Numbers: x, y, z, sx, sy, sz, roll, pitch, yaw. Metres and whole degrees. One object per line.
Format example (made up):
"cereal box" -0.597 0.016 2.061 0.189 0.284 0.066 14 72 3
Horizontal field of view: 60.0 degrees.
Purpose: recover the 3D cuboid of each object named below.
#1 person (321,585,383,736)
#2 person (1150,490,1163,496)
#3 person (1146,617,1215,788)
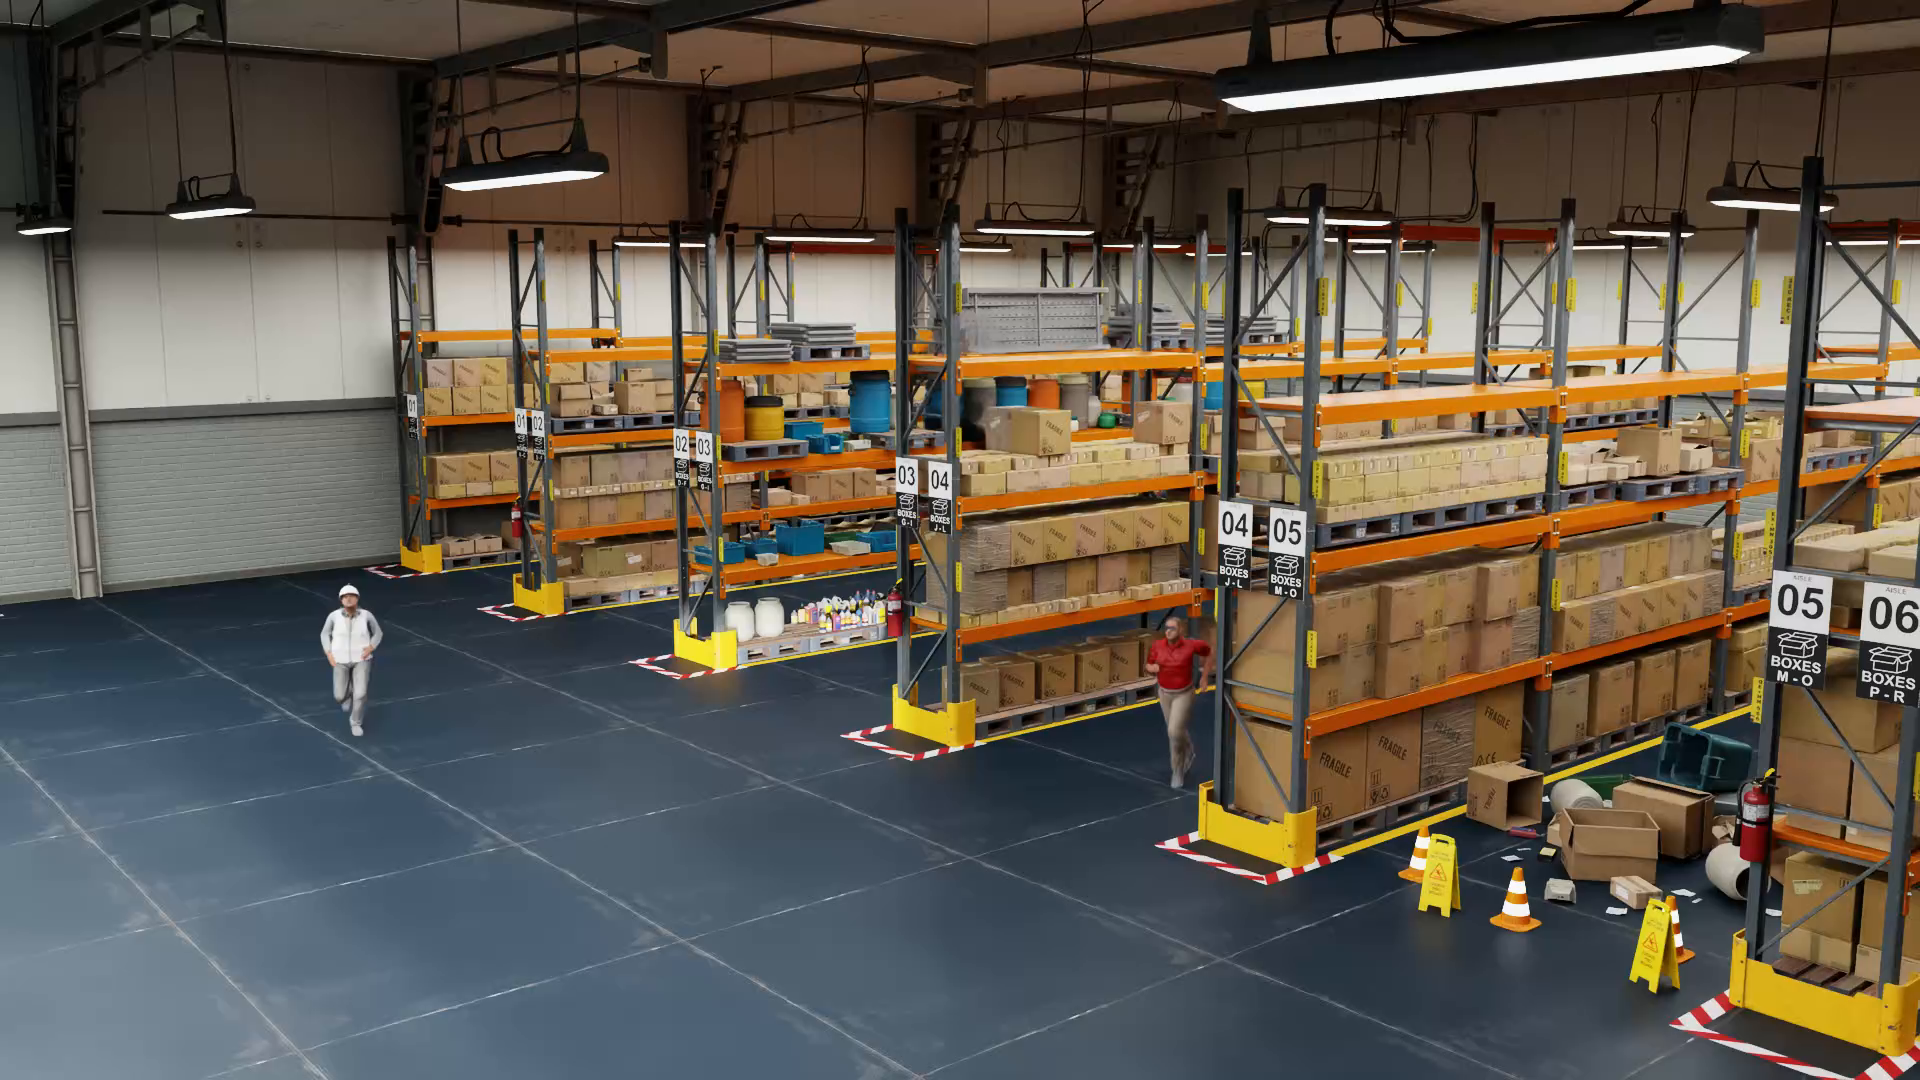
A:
"person" -7.051 1.374 19.314 0.678 1.726 0.643 -2 9 -14
"person" 3.745 -0.560 31.679 0.692 1.747 0.651 -8 12 -42
"person" 2.274 1.679 17.393 0.629 1.809 0.853 6 11 36
